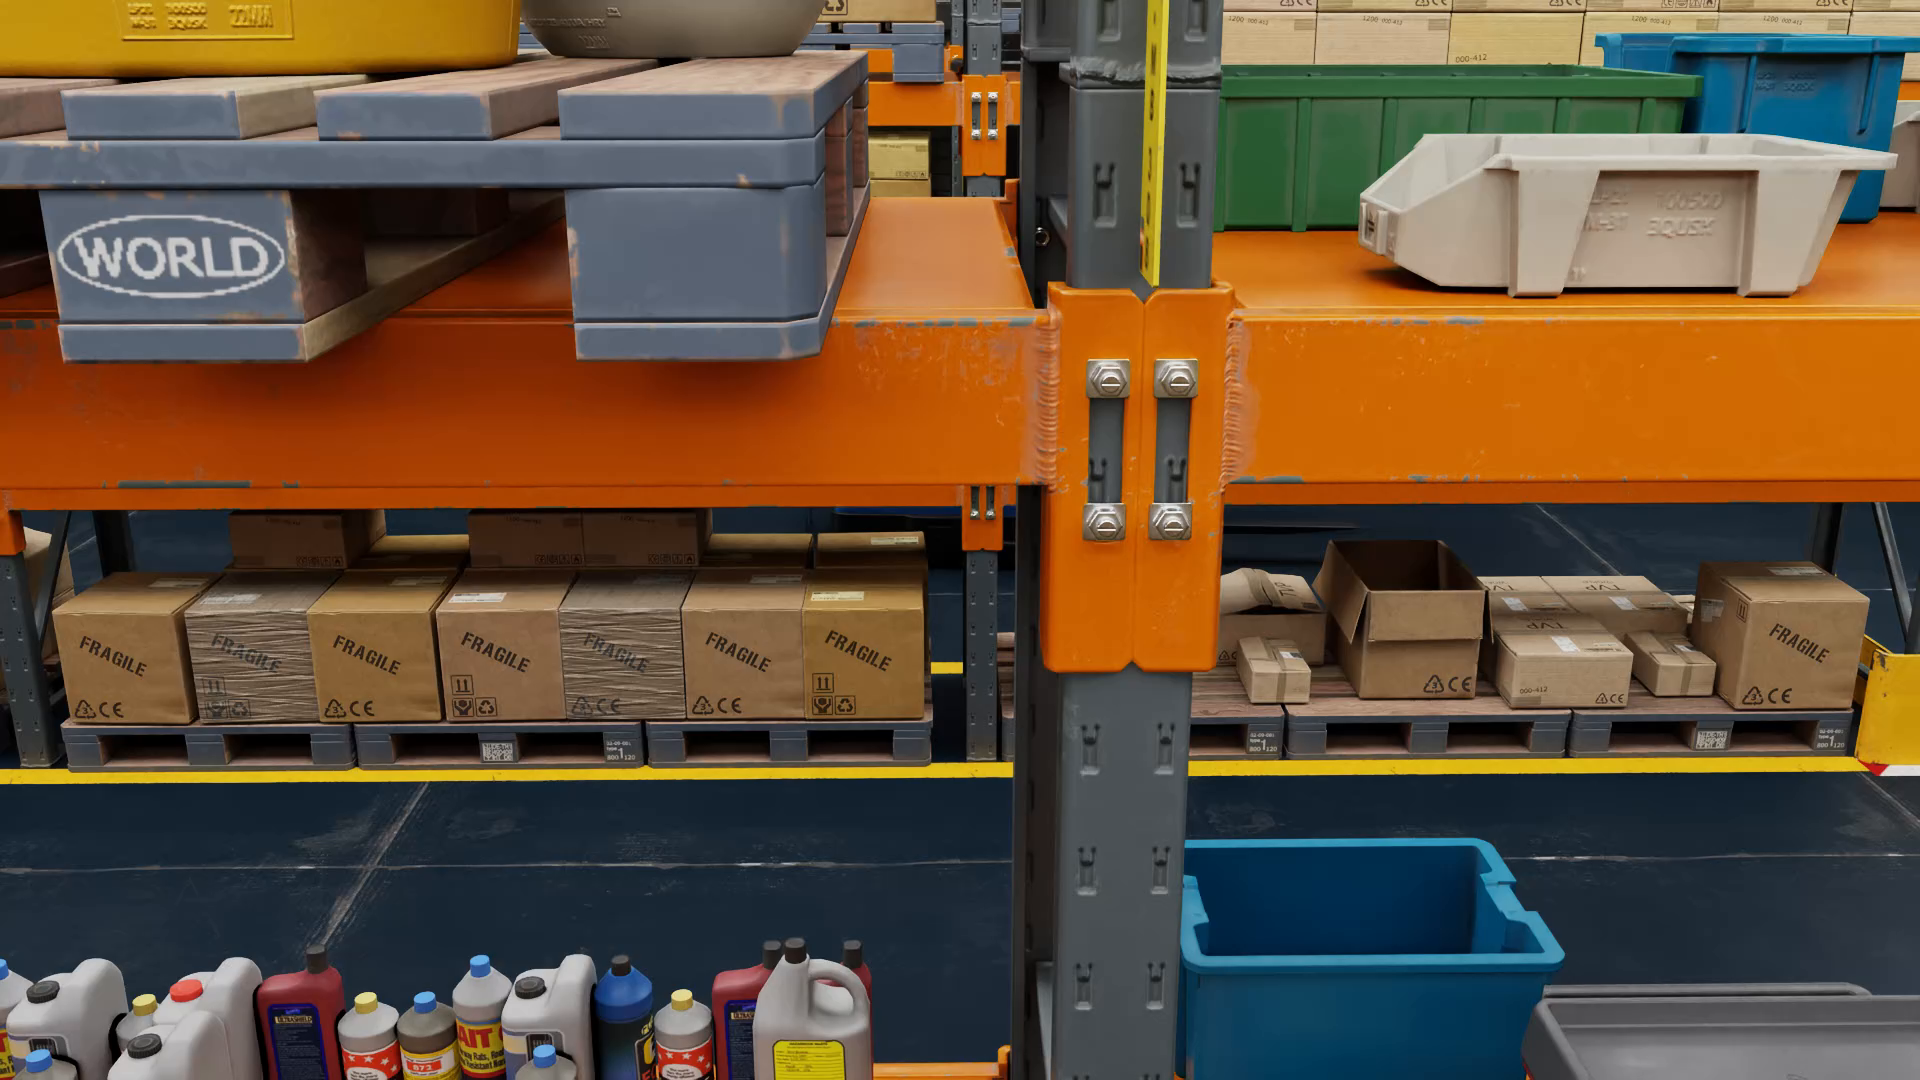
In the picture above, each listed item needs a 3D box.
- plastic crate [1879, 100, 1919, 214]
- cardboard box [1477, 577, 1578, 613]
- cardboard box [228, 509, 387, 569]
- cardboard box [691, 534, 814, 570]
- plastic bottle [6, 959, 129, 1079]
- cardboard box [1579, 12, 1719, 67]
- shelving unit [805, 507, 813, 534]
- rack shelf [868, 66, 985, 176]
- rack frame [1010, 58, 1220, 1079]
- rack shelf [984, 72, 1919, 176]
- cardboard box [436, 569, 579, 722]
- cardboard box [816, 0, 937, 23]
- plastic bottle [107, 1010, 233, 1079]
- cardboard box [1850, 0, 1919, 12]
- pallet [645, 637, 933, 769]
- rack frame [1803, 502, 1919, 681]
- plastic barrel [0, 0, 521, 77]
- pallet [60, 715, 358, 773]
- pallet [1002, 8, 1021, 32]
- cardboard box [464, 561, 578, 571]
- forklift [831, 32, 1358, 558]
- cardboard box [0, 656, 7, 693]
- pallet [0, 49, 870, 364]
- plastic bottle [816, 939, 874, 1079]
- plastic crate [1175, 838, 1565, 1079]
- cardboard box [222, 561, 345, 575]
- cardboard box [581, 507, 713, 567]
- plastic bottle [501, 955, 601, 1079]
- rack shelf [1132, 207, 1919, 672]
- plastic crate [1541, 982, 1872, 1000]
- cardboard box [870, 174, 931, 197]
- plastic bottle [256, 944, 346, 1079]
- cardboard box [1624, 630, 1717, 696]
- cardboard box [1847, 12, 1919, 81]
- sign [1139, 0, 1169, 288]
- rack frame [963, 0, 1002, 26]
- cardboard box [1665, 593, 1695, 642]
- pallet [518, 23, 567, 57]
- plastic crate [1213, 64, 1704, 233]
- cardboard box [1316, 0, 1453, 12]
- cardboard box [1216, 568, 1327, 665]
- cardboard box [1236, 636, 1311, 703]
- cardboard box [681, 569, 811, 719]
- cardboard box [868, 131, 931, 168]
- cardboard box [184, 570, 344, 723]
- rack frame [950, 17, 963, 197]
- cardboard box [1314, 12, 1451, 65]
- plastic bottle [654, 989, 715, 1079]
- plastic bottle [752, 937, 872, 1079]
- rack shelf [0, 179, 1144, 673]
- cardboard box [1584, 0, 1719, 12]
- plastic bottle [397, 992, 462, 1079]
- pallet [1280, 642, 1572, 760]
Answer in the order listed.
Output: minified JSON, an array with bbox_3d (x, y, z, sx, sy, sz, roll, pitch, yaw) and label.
[{"bbox_3d":[1.424,-0.544,2.354,0.466,0.136,0.293,0,18,-1],"label":"plastic crate"},{"bbox_3d":[2.535,0.369,7.766,0.500,0.250,0.500,0,18,-1],"label":"cardboard box"},{"bbox_3d":[-2.928,-0.067,7.489,0.500,0.250,0.500,0,18,1],"label":"cardboard box"},{"bbox_3d":[-0.937,0.283,7.627,0.500,0.500,0.500,0,18,0],"label":"cardboard box"},{"bbox_3d":[-1.468,0.832,2.748,0.135,0.276,0.152,0,18,-1],"label":"plastic bottle"},{"bbox_3d":[2.574,-1.920,6.456,0.500,0.250,0.500,0,18,-1],"label":"cardboard box"},{"bbox_3d":[-0.822,-0.586,9.910,0.189,1.200,0.258,1,18,3],"label":"shelving unit"},{"bbox_3d":[-1.916,-1.708,6.728,4.000,0.370,1.077,0,18,-1],"label":"rack shelf"},{"bbox_3d":[0.158,0.881,2.390,0.127,3.000,1.000,0,18,-1],"label":"rack frame"},{"bbox_3d":[2.084,-1.727,6.788,4.000,0.370,1.077,0,18,-1],"label":"rack shelf"},{"bbox_3d":[-1.909,0.444,7.125,0.500,0.500,0.500,-1,18,-3],"label":"cardboard box"},{"bbox_3d":[-0.421,-2.375,6.616,0.600,0.600,0.600,-2,18,-6],"label":"cardboard box"},{"bbox_3d":[-1.234,0.877,2.606,0.135,0.276,0.152,0,18,-1],"label":"plastic bottle"},{"bbox_3d":[3.574,-2.166,6.405,0.500,0.250,0.500,0,18,-1],"label":"cardboard box"},{"bbox_3d":[-0.729,0.711,7.484,1.213,0.211,1.003,0,18,-1],"label":"pallet"},{"bbox_3d":[4.083,-0.651,7.167,0.127,3.000,1.000,0,18,-1],"label":"rack frame"},{"bbox_3d":[-0.751,-0.770,1.632,0.600,0.588,0.600,0,18,0],"label":"plastic barrel"},{"bbox_3d":[-3.169,0.723,7.448,1.213,0.211,1.003,0,18,-1],"label":"pallet"},{"bbox_3d":[0.820,-3.532,11.381,1.213,0.211,1.003,0,18,-1],"label":"pallet"},{"bbox_3d":[-1.942,0.285,7.620,0.500,0.500,0.500,-1,18,-3],"label":"cardboard box"},{"bbox_3d":[0.790,-1.382,9.558,3.031,2.935,1.130,1,18,3],"label":"forklift"},{"bbox_3d":[-4.438,0.574,7.162,0.500,0.250,0.500,0,18,0],"label":"cardboard box"},{"bbox_3d":[-0.624,-0.424,1.856,1.003,0.211,1.213,0,18,-1],"label":"pallet"},{"bbox_3d":[-0.215,0.808,2.809,0.133,0.283,0.061,0,18,-1],"label":"plastic bottle"},{"bbox_3d":[0.620,0.754,2.715,0.575,0.384,0.392,0,18,-1],"label":"plastic crate"},{"bbox_3d":[-2.984,0.292,7.599,0.500,0.500,0.500,0,18,1],"label":"cardboard box"},{"bbox_3d":[-1.404,-0.075,7.516,0.500,0.250,0.500,0,18,-1],"label":"cardboard box"},{"bbox_3d":[-0.676,0.828,2.760,0.135,0.276,0.152,0,18,-1],"label":"plastic bottle"},{"bbox_3d":[2.158,-0.214,2.072,4.000,0.370,1.077,0,18,-1],"label":"rack shelf"},{"bbox_3d":[1.273,0.896,2.696,0.590,0.125,0.437,0,18,-1],"label":"plastic crate"},{"bbox_3d":[-0.456,-2.264,11.512,0.500,0.500,0.500,-1,18,-2],"label":"cardboard box"},{"bbox_3d":[-1.103,0.812,2.796,0.133,0.283,0.061,0,18,-1],"label":"plastic bottle"},{"bbox_3d":[3.137,0.541,7.369,0.250,0.166,0.380,0,18,-1],"label":"cardboard box"},{"bbox_3d":[3.574,-1.925,6.473,0.500,0.250,0.500,0,18,-1],"label":"cardboard box"},{"bbox_3d":[0.165,-0.384,1.407,0.005,0.325,0.100,0,18,-1],"label":"sign"},{"bbox_3d":[0.084,-3.488,6.190,0.127,3.000,1.000,0,18,-1],"label":"rack frame"},{"bbox_3d":[3.409,0.387,7.849,0.250,0.166,0.380,0,18,-1],"label":"cardboard box"},{"bbox_3d":[-1.606,-1.983,6.716,1.003,0.211,1.213,0,18,-1],"label":"pallet"},{"bbox_3d":[0.577,-0.541,2.259,0.662,0.188,0.450,0,18,-1],"label":"plastic crate"},{"bbox_3d":[1.574,-2.155,6.371,0.500,0.250,0.500,0,18,-1],"label":"cardboard box"},{"bbox_3d":[1.399,0.346,7.740,0.500,0.311,0.500,0,18,-1],"label":"cardboard box"},{"bbox_3d":[1.372,0.565,7.295,0.250,0.166,0.380,0,18,-1],"label":"cardboard box"},{"bbox_3d":[-0.899,0.439,7.141,0.500,0.500,0.500,0,18,-1],"label":"cardboard box"},{"bbox_3d":[-0.462,-2.778,11.886,0.500,0.250,0.500,0,18,1],"label":"cardboard box"},{"bbox_3d":[-2.933,0.449,7.109,0.500,0.500,0.500,-1,18,-3],"label":"cardboard box"},{"bbox_3d":[0.002,-2.145,11.823,0.127,3.000,1.000,0,18,-1],"label":"rack frame"},{"bbox_3d":[1.574,-1.919,6.453,0.500,0.250,0.500,0,18,-1],"label":"cardboard box"},{"bbox_3d":[-0.463,0.854,2.800,0.097,0.201,0.097,0,18,0],"label":"plastic bottle"},{"bbox_3d":[-0.239,0.807,2.701,0.185,0.351,0.144,0,18,-1],"label":"plastic bottle"},{"bbox_3d":[-1.841,-0.195,2.012,4.000,0.370,1.077,0,18,-1],"label":"rack shelf"},{"bbox_3d":[2.574,-2.162,6.393,0.500,0.250,0.500,0,18,-1],"label":"cardboard box"},{"bbox_3d":[-0.890,0.856,2.794,0.097,0.201,0.097,0,18,0],"label":"plastic bottle"},{"bbox_3d":[1.993,0.686,7.563,1.213,0.211,1.003,0,18,-1],"label":"pallet"}]
